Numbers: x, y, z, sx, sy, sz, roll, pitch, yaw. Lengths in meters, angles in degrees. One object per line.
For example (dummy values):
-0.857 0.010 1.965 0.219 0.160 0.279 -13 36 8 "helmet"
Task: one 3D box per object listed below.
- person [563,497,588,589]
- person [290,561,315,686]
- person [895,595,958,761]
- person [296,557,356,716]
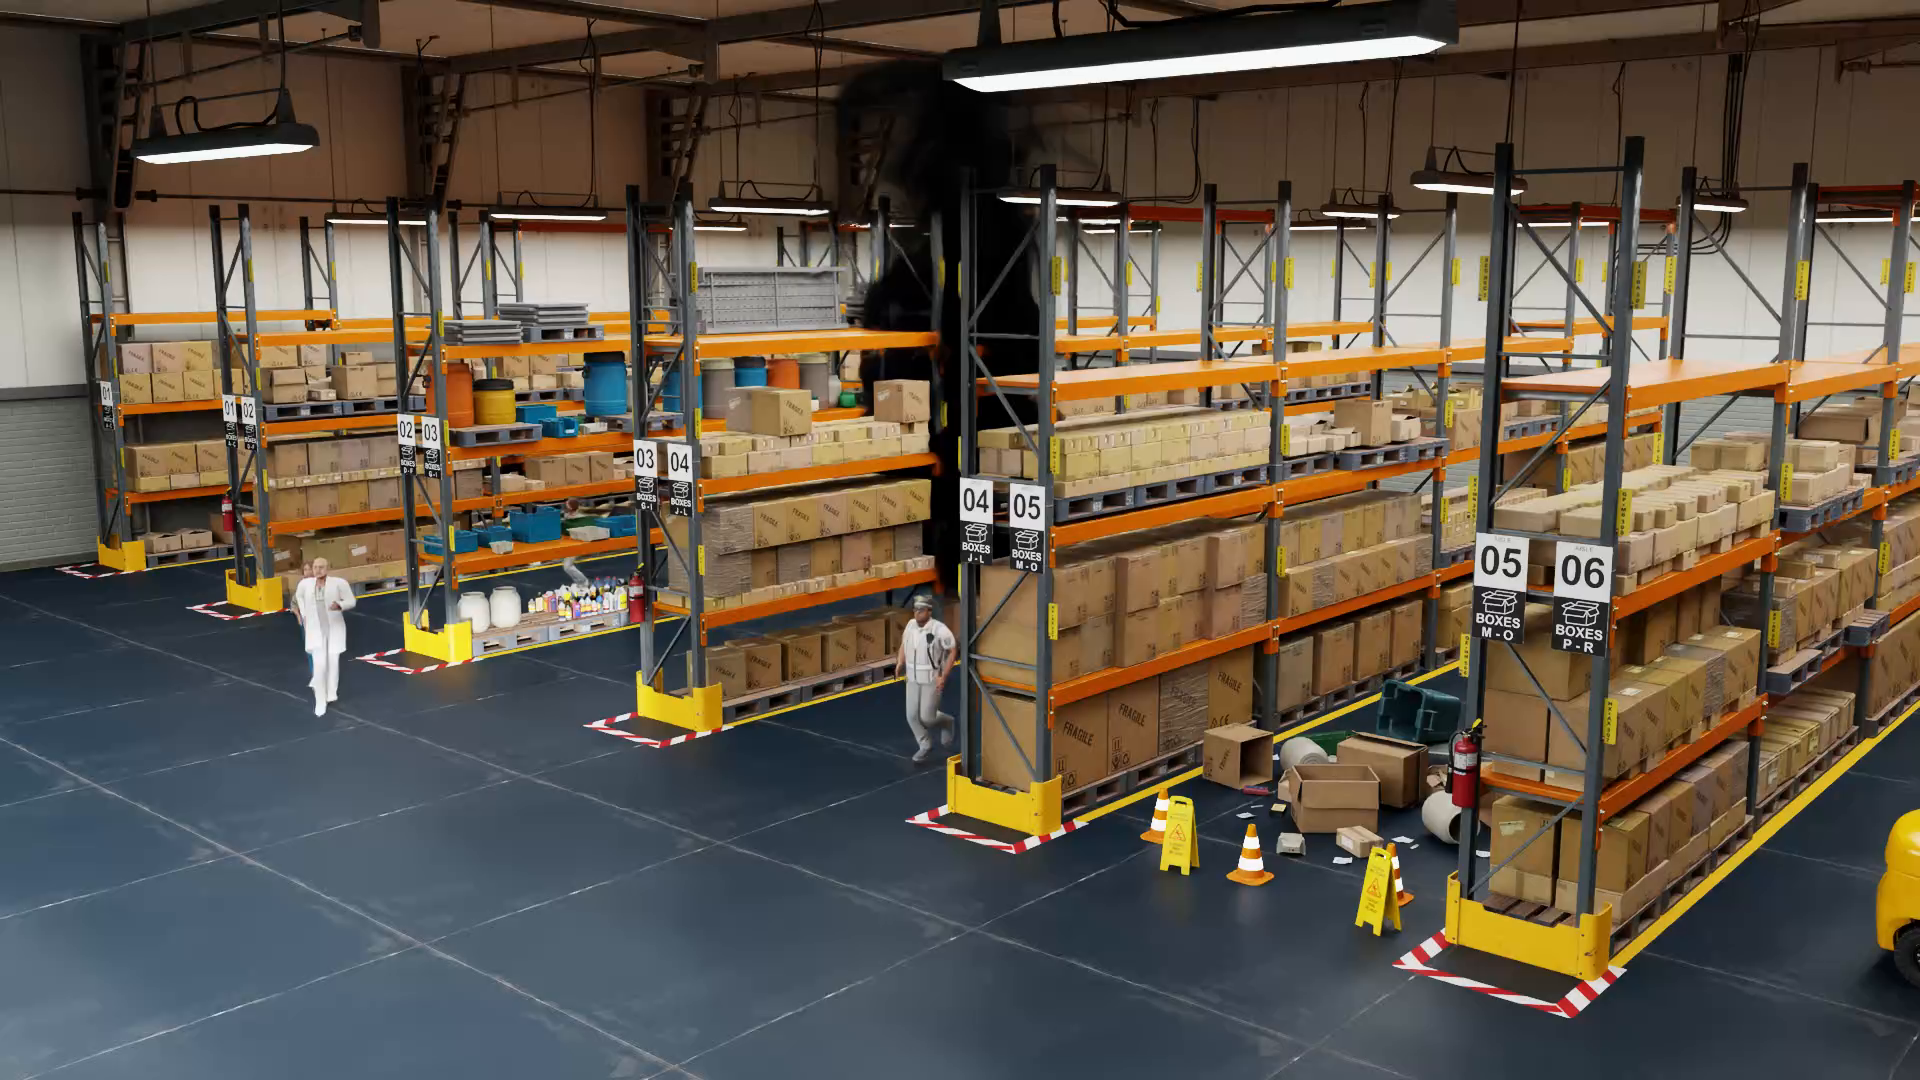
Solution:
-6.039 0.121 25.771 0.524 1.558 0.537 8 12 40 "person"
-7.943 1.020 20.523 0.568 1.569 0.618 -2 10 -11 "person"
-0.345 1.407 17.259 0.681 1.738 0.623 6 11 32 "person"
-7.364 1.109 19.368 0.665 1.857 0.847 -3 10 -18 "person"
